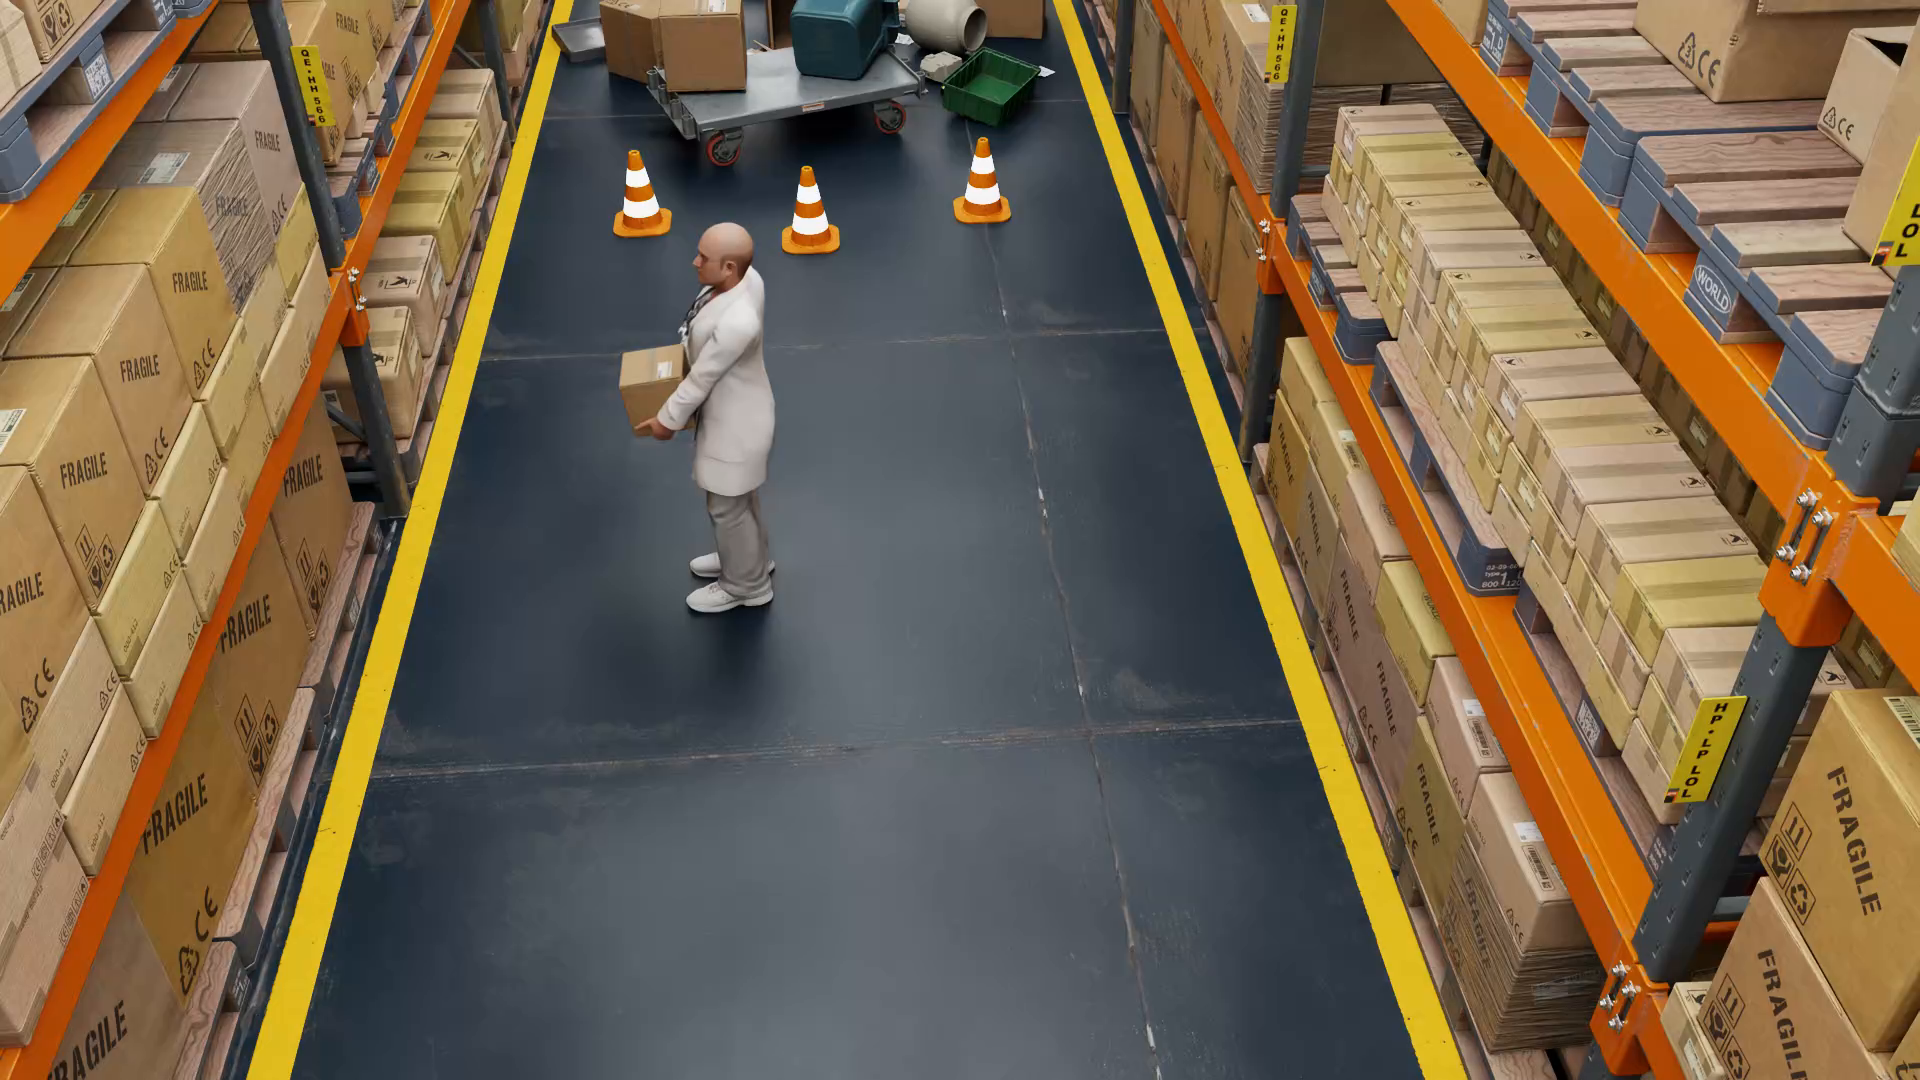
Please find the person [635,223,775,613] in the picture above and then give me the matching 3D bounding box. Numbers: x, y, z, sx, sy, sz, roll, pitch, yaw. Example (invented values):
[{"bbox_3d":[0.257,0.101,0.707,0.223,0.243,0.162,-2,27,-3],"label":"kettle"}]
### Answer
[{"bbox_3d":[-1.028,-0.480,6.770,0.554,1.779,0.520,-3,39,-4],"label":"person"}]
